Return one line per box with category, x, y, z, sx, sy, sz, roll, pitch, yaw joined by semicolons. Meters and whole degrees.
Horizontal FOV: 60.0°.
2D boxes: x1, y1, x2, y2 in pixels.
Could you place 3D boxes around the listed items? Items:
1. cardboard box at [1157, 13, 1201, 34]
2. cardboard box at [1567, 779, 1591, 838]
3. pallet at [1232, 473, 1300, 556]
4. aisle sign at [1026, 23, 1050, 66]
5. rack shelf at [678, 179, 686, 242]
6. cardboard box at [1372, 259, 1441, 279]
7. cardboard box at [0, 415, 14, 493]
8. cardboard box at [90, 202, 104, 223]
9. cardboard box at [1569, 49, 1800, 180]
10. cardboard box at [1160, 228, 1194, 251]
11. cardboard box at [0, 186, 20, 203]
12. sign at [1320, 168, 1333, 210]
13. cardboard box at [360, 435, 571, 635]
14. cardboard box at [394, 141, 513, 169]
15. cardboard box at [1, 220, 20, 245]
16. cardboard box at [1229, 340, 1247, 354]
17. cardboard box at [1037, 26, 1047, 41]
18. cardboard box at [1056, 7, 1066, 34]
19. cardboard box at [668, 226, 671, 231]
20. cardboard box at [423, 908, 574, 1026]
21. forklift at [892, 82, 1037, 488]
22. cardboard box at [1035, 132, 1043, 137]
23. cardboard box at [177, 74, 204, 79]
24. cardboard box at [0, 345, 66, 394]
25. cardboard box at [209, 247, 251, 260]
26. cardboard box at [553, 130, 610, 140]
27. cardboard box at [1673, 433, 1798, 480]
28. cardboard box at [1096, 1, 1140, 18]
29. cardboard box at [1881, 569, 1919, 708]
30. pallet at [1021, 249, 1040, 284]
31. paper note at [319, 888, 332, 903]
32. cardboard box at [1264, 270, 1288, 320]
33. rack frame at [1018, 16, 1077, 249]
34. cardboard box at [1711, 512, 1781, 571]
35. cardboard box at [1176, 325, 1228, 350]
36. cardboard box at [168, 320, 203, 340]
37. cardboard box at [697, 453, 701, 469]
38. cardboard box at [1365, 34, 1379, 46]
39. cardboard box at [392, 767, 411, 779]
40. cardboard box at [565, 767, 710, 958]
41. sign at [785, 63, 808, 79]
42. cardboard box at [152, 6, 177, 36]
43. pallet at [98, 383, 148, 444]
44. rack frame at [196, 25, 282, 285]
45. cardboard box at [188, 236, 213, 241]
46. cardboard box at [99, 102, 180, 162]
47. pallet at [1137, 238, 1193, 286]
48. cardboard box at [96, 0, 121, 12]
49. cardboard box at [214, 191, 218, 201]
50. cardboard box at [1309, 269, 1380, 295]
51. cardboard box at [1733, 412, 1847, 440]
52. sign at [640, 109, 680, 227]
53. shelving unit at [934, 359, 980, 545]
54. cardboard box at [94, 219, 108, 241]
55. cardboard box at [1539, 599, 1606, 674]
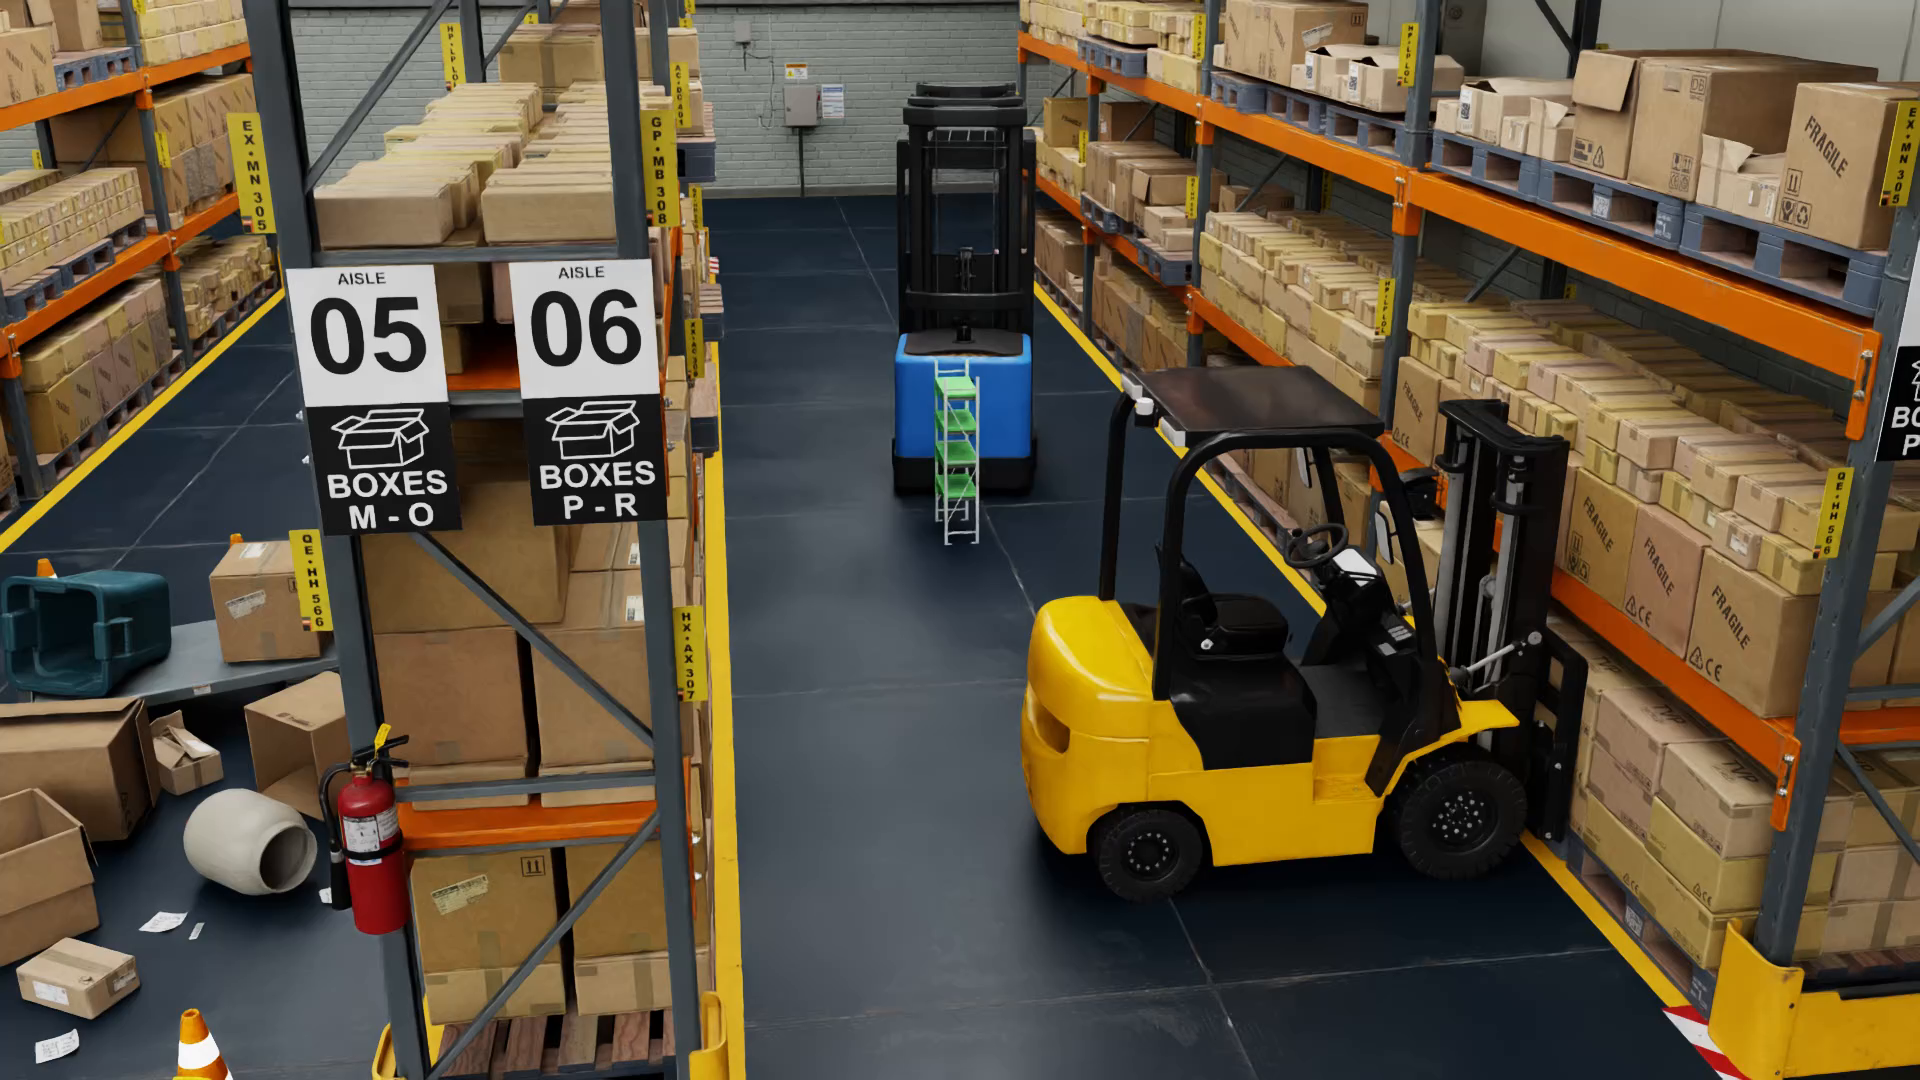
cardboard box;1.879;-4.357;14.026;0.380;0.149;0.250;-3;21;-9
cardboard box;3.017;1.139;7.710;0.500;0.250;0.500;-3;21;-7
pallet;2.622;-0.215;11.989;1.003;0.211;1.213;-3;21;-8
aisle sign;0.916;-6.226;20.383;0.394;0.787;0.004;-3;21;-8
rack shelf;-2.253;-2.353;10.471;1.077;0.370;4.000;-3;21;-8
cardboard box;2.976;-1.772;11.103;0.380;0.149;0.250;-3;21;-8
cardboard box;-7.427;-0.621;11.706;1.050;0.750;0.750;-3;21;-8
cardboard box;-7.597;-2.807;14.278;0.380;0.149;0.250;-4;21;-11
cardboard box;3.123;-1.862;7.236;0.797;0.503;0.637;-2;21;-6
cardboard box;1.895;-2.517;13.926;0.380;0.149;0.250;-3;21;-7
cardboard box;-8.249;-2.916;14.145;0.380;0.149;0.250;-3;21;-8
sign;2.918;-2.801;13.273;0.100;0.325;0.005;-3;21;-8
cardboard box;-1.678;-0.028;5.508;0.700;0.500;0.500;-3;21;-9
cardboard box;-1.797;-1.325;5.910;0.380;0.149;0.250;-3;21;-8
cardboard box;-7.342;-2.314;12.532;0.380;0.149;0.250;-3;21;-9
cardboard box;2.586;-1.415;14.190;0.500;0.500;0.500;-2;21;-6
cardboard box;1.095;-5.804;19.040;0.380;0.149;0.250;-3;21;-8
cardboard box;1.328;-5.600;17.926;0.500;0.250;0.500;-2;21;-7
cardboard box;-1.414;-1.401;6.681;0.500;0.250;0.500;-2;21;-7
cardboard box;-1.775;1.609;6.451;0.500;0.250;0.500;-3;21;-8
forklift;0.055;-2.228;13.494;1.130;2.935;3.031;0;20;1
cardboard box;1.088;-4.723;19.864;0.500;0.250;0.500;-3;21;-7
cardboard box;-8.777;-4.949;18.682;0.500;0.500;0.500;-3;21;-8
cardboard box;-7.285;-1.321;12.867;0.500;0.250;0.500;-4;21;-10
cardboard box;-8.135;-3.166;18.531;0.380;0.149;0.250;-4;21;-10
cardboard box;-1.315;-1.445;6.229;0.380;0.149;0.250;-2;21;-6
cardboard box;3.170;-0.326;6.807;0.380;0.149;0.250;-3;21;-7
cardboard box;1.511;-5.070;15.909;0.380;0.149;0.250;-3;21;-7
cardboard box;3.726;0.308;6.461;0.500;0.500;0.500;-2;21;-6
pallet;1.343;-3.390;20.493;1.003;0.211;1.213;-3;21;-8
paper note;-2.787;1.579;7.446;0.142;0.019;0.148;-11;23;-26
cardboard box;2.419;-1.696;11.470;0.500;0.250;0.500;-3;21;-7
rack frame;1.216;-4.999;20.814;1.000;3.000;0.127;-3;21;-8
cardboard box;3.129;-0.003;6.367;0.380;0.149;0.250;-3;21;-7
cardboard box;2.048;-1.717;14.072;0.380;0.149;0.250;-4;21;-10
cardboard box;-7.737;-2.082;16.476;0.380;0.149;0.250;-4;21;-10
cardboard box;-2.470;-0.747;12.585;0.950;0.372;0.625;-4;21;-11
cardboard box;2.728;-3.570;12.172;0.500;0.250;0.500;-3;21;-8
cardboard box;-1.800;0.709;5.890;0.380;0.149;0.250;-3;21;-8
cardboard box;-1.235;1.231;6.392;0.500;0.500;0.500;-4;21;-10
sign;-2.516;-7.210;25.553;0.339;0.242;0.001;-3;21;-8
cardboard box;-7.901;-4.999;16.025;0.500;0.250;0.500;-3;21;-8
pallet;-7.709;-1.079;14.303;1.003;0.211;1.213;-3;21;-8
rack frame;-8.579;-4.463;19.378;1.000;3.000;0.127;-3;21;-8
cardboard box;-8.839;-3.404;19.168;0.380;0.149;0.250;-4;21;-10
cardboard box;-7.826;-3.901;15.877;0.500;0.500;0.500;-2;21;-6
pallet;2.202;-2.371;14.050;1.213;0.211;1.003;-3;21;-8
cardboard box;-7.804;-4.947;15.317;0.380;0.149;0.250;-3;21;-9
cardboard box;-8.042;-3.619;17.477;0.380;0.149;0.250;-2;21;-6
cardboard box;2.494;-1.656;10.794;0.380;0.149;0.250;-3;21;-9
cardboard box;3.546;-0.436;7.101;0.380;0.149;0.250;-2;21;-6
sign;-0.852;-1.050;4.704;0.100;0.325;0.005;-3;21;-8
shelving unit;-0.024;-0.619;11.660;0.258;1.200;0.503;-3;21;-8
cardboard box;-7.595;-2.670;14.338;0.380;0.149;0.250;-4;21;-10
cardboard box;2.920;0.493;8.009;0.500;0.250;0.500;-3;21;-9
